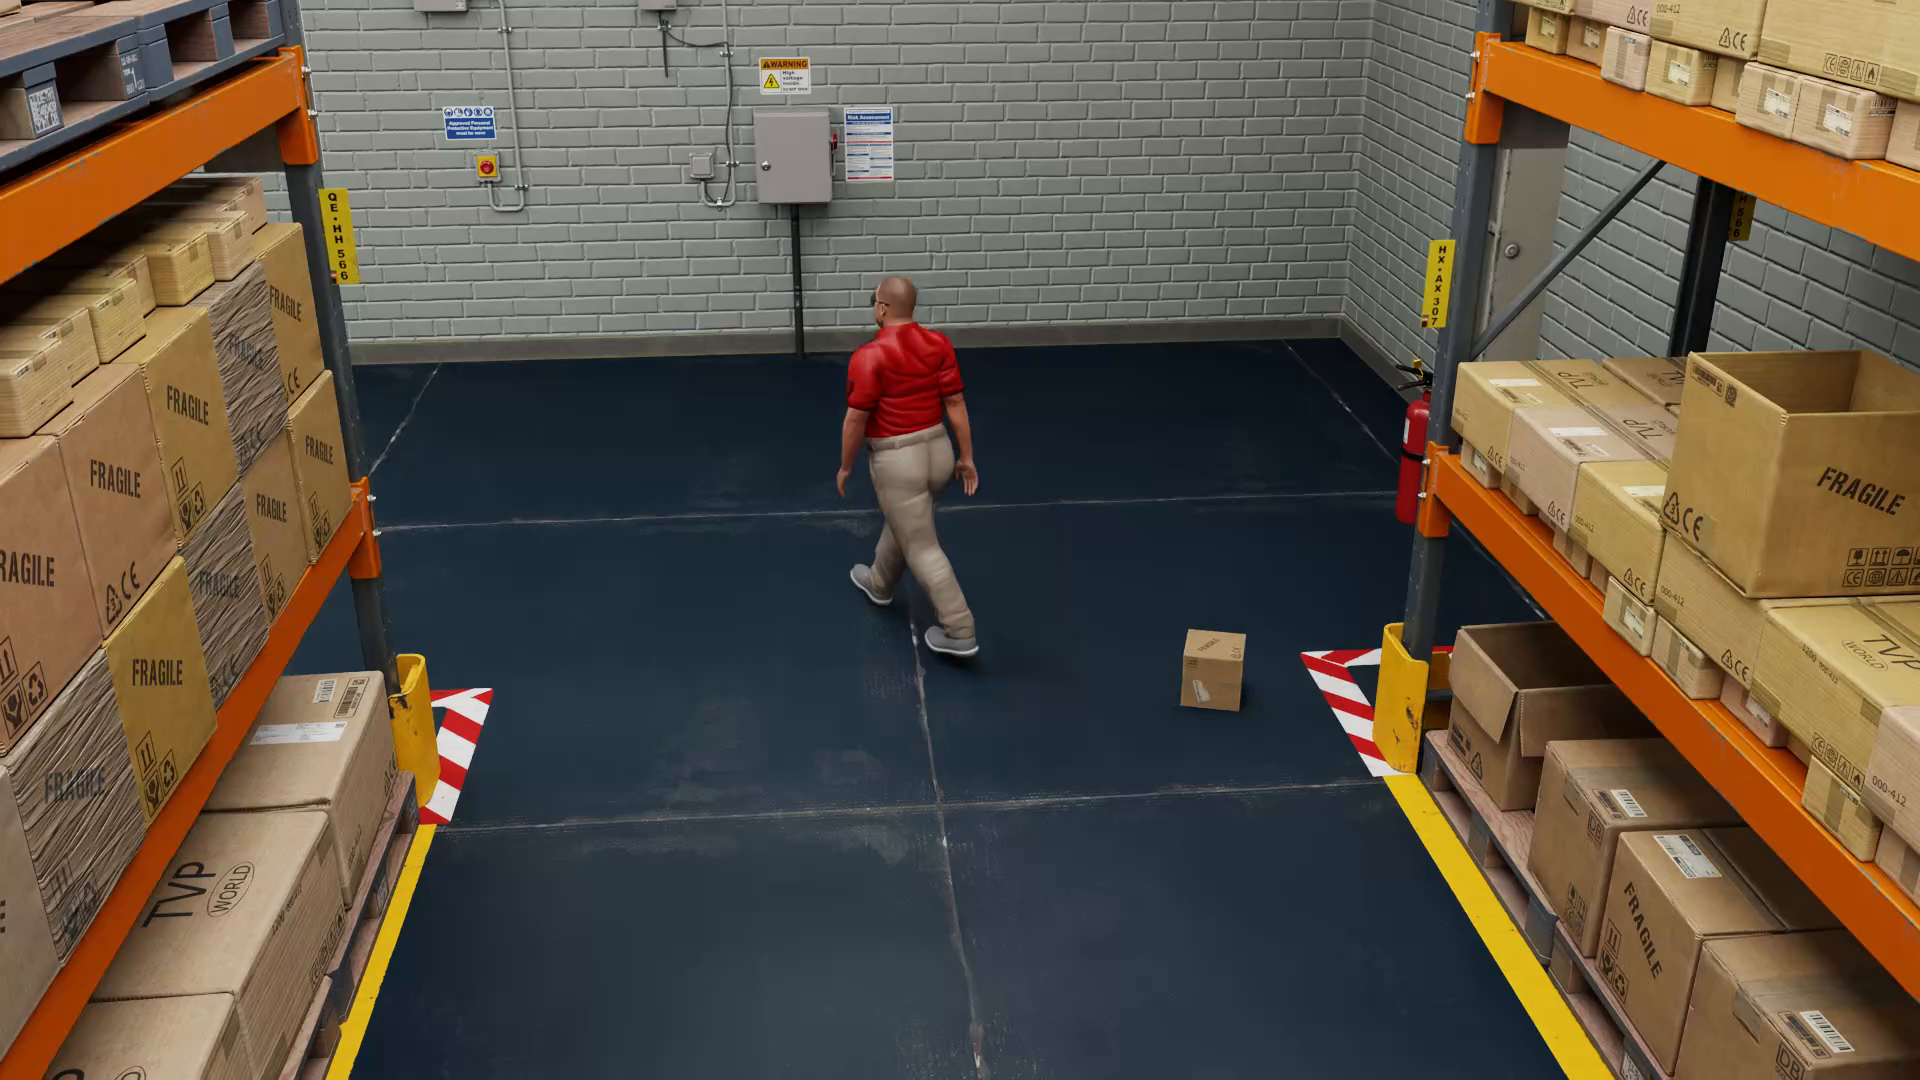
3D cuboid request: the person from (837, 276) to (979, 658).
[{"bbox_3d":[-0.268,-0.361,7.463,0.569,1.661,1.063,-20,30,-38],"label":"person"}]
